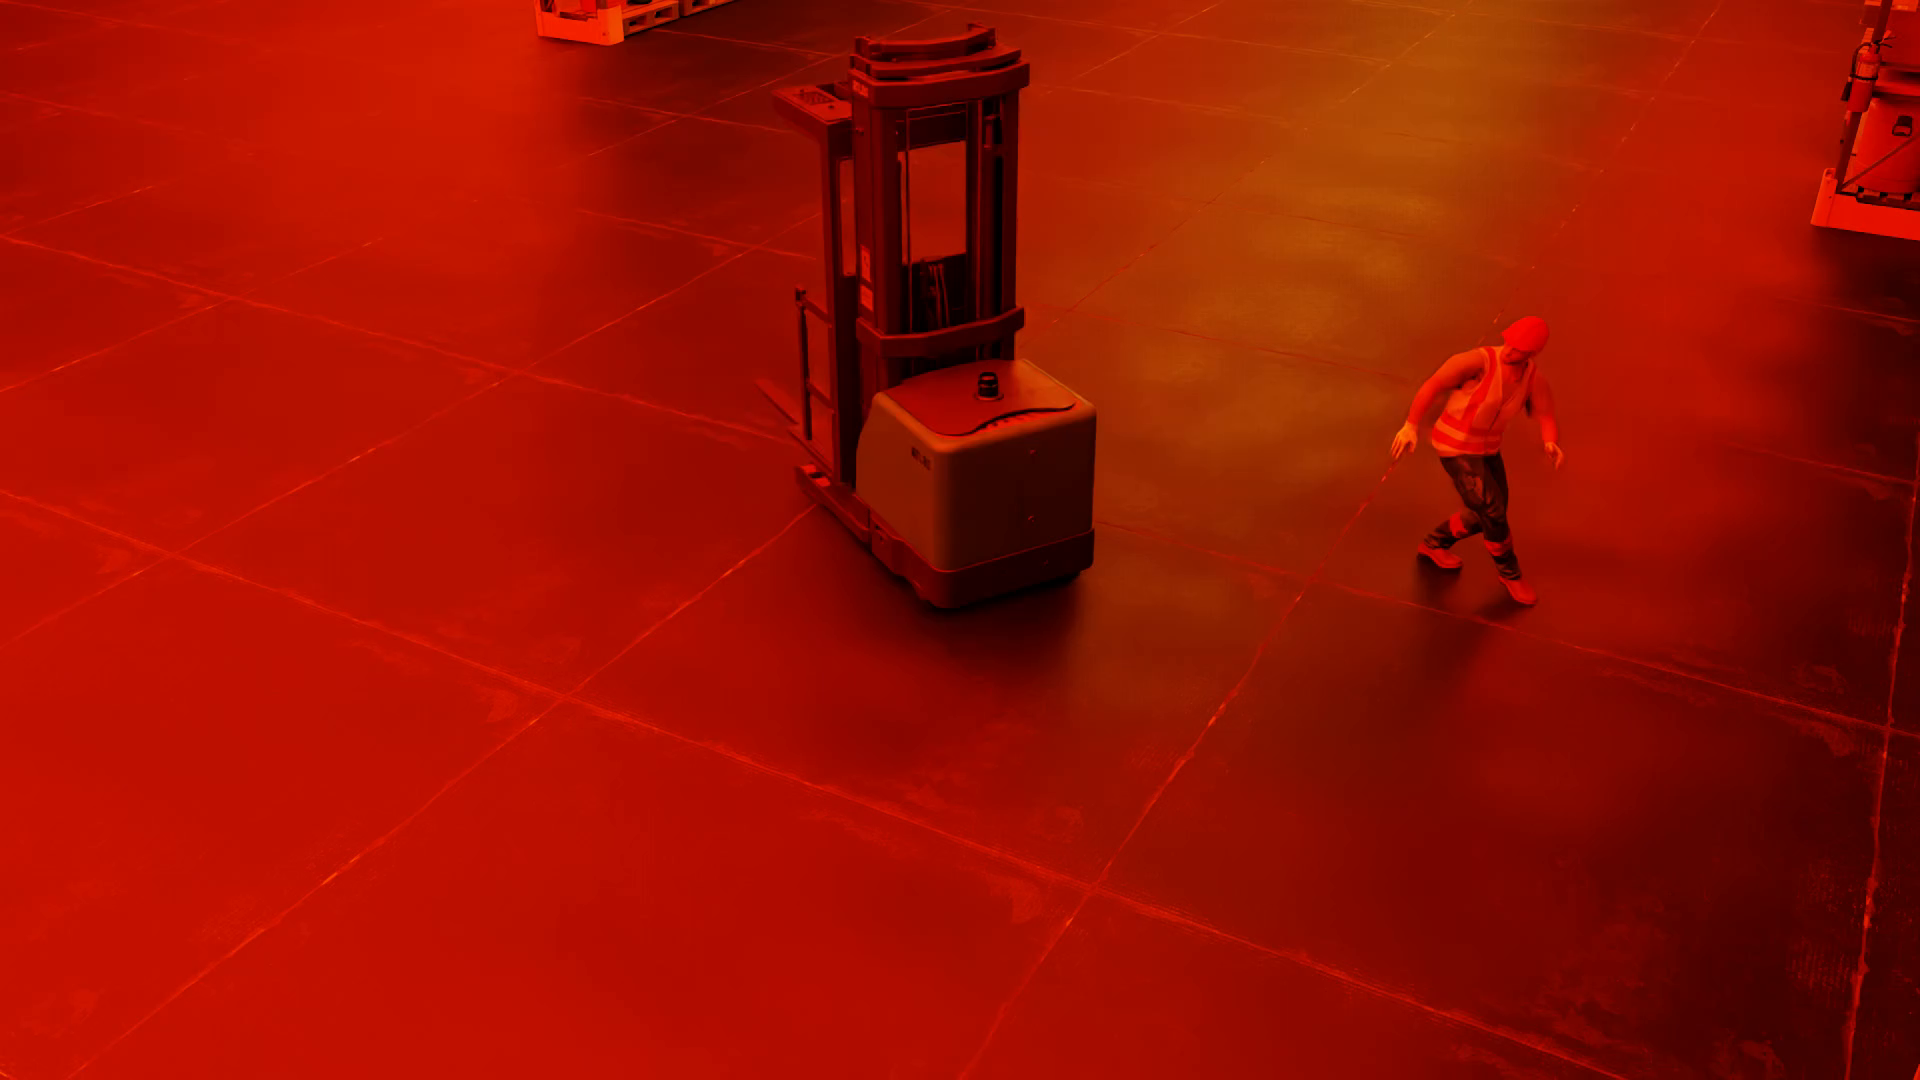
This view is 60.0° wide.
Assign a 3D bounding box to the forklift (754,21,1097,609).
[{"bbox_3d":[-0.388,-1.595,9.835,1.130,2.935,3.031,-16,33,-25],"label":"forklift"}]

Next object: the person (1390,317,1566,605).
[{"bbox_3d":[2.898,-0.440,9.145,0.803,1.637,0.817,-17,34,-26],"label":"person"}]
